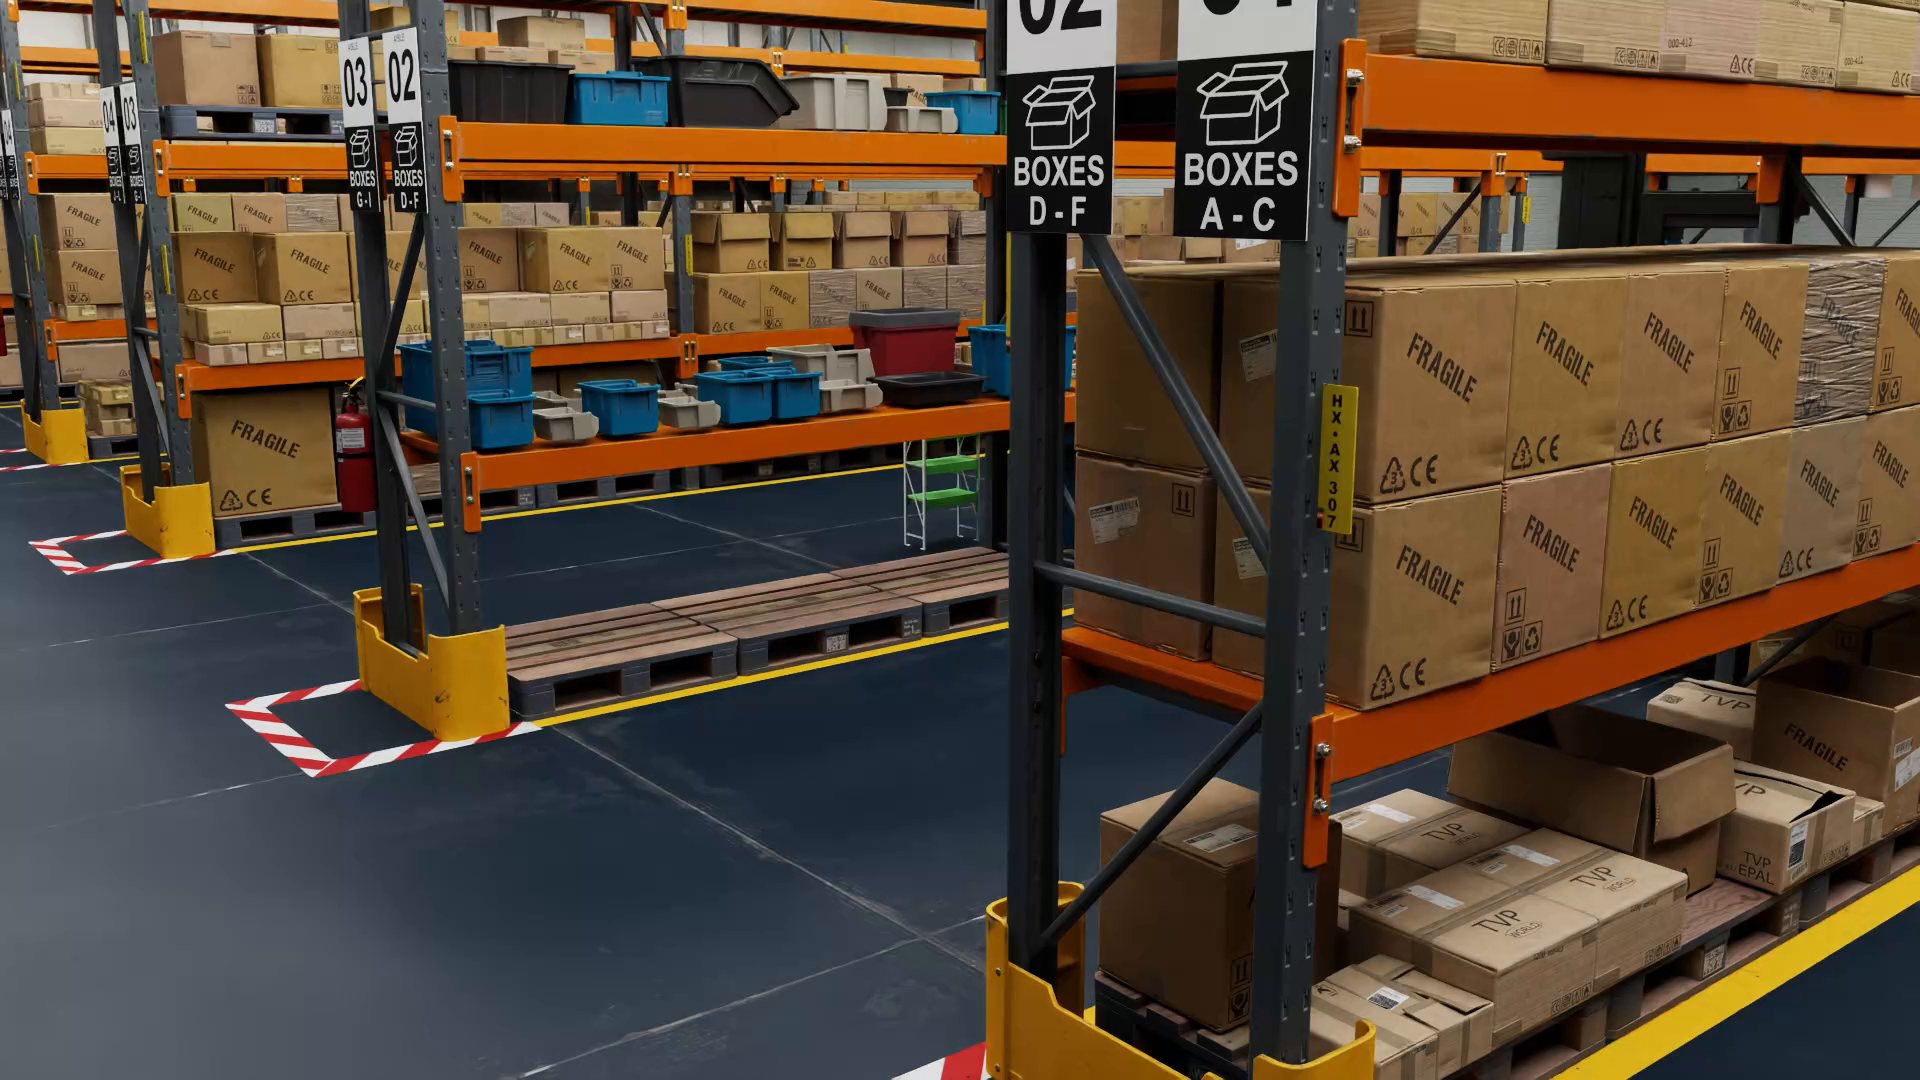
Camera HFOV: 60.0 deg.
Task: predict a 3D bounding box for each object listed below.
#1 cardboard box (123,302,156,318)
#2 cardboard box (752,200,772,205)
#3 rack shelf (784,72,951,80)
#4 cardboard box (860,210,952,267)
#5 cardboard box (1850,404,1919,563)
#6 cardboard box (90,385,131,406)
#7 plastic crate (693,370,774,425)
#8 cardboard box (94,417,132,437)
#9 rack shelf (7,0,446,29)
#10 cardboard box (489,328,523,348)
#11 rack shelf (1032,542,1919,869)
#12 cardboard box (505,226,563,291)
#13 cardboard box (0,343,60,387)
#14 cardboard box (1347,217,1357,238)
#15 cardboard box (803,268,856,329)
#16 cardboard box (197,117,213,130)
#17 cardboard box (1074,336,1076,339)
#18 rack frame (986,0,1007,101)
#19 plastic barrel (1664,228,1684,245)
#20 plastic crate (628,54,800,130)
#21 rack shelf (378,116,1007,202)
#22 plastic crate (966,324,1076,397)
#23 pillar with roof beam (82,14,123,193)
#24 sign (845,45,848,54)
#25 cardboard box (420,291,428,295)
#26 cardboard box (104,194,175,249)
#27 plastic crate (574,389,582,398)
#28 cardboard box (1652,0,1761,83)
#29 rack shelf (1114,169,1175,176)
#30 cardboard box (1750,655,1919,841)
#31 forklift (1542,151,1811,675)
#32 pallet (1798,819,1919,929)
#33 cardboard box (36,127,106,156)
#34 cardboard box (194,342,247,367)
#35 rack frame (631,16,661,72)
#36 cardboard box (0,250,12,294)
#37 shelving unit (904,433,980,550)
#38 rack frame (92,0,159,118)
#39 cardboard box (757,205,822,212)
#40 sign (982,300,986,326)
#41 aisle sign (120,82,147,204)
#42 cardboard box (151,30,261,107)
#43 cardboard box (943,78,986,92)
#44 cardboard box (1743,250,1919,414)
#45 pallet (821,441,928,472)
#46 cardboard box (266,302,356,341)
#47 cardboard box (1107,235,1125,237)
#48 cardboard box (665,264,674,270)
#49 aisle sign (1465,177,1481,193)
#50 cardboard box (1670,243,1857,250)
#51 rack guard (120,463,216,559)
[{"bbox_3d":[-7.842,-2.199,15.870,0.250,0.149,0.380,-10,16,-39],"label":"cardboard box"},{"bbox_3d":[-3.106,-5.328,26.468,0.250,0.149,0.380,-10,15,-38],"label":"cardboard box"},{"bbox_3d":[-0.956,-7.455,27.312,4.000,0.370,1.077,-9,15,-38],"label":"rack shelf"},{"bbox_3d":[-0.542,-2.851,15.679,0.637,0.503,0.797,-9,15,-36],"label":"cardboard box"},{"bbox_3d":[2.981,-0.237,5.782,0.500,0.500,0.500,-9,15,-36],"label":"cardboard box"},{"bbox_3d":[-8.095,-1.382,15.837,0.250,0.149,0.380,-10,16,-40],"label":"cardboard box"},{"bbox_3d":[-1.176,-0.743,8.667,0.300,0.233,0.416,-9,15,-38],"label":"plastic crate"},{"bbox_3d":[-8.107,-1.094,15.913,0.250,0.149,0.380,-9,15,-37],"label":"cardboard box"},{"bbox_3d":[-7.155,-5.108,16.259,4.000,0.370,1.077,-9,15,-38],"label":"rack shelf"},{"bbox_3d":[-3.610,-1.586,12.983,0.250,0.149,0.380,-10,15,-39],"label":"cardboard box"},{"bbox_3d":[2.051,0.250,5.463,4.000,0.370,1.077,-9,15,-38],"label":"rack shelf"},{"bbox_3d":[-3.496,-2.325,13.694,0.500,0.500,0.500,-9,15,-38],"label":"cardboard box"},{"bbox_3d":[-11.435,-2.111,20.007,0.875,0.438,0.875,-10,16,-40],"label":"cardboard box"},{"bbox_3d":[4.184,-3.708,19.004,0.500,0.500,0.500,-9,15,-38],"label":"cardboard box"},{"bbox_3d":[-1.275,-2.167,14.872,0.500,0.500,0.500,-10,15,-39],"label":"cardboard box"},{"bbox_3d":[-7.402,-4.052,15.927,0.500,0.250,0.500,-9,15,-37],"label":"cardboard box"},{"bbox_3d":[1.462,-2.009,17.524,0.500,0.250,0.500,-7,14,-31],"label":"cardboard box"},{"bbox_3d":[0.521,-4.100,9.773,0.127,3.000,1.000,-9,15,-38],"label":"rack frame"},{"bbox_3d":[6.277,-2.448,15.228,0.708,0.901,0.600,-9,15,-38],"label":"plastic barrel"},{"bbox_3d":[-1.238,-2.237,8.370,0.767,0.338,0.504,-9,15,-38],"label":"plastic crate"},{"bbox_3d":[-1.041,-2.021,8.937,4.000,0.370,1.077,-9,15,-38],"label":"rack shelf"},{"bbox_3d":[0.369,-1.071,9.846,0.575,0.384,0.392,-9,15,-38],"label":"plastic crate"},{"bbox_3d":[-10.285,-6.673,21.890,0.400,9.000,9.100,-9,15,-38],"label":"pillar with roof beam"},{"bbox_3d":[-2.170,-9.278,31.719,0.005,0.325,0.100,-9,15,-38],"label":"sign"},{"bbox_3d":[-4.286,-1.828,13.161,0.500,0.250,0.500,-9,15,-38],"label":"cardboard box"},{"bbox_3d":[-7.810,-3.033,15.825,0.500,0.500,0.500,-9,15,-36],"label":"cardboard box"},{"bbox_3d":[-1.844,-0.717,8.776,0.243,0.136,0.396,-9,15,-38],"label":"plastic crate"},{"bbox_3d":[1.837,-1.390,4.592,0.500,0.250,0.500,-9,15,-38],"label":"cardboard box"},{"bbox_3d":[2.112,-3.863,17.609,4.000,0.370,1.077,-9,15,-38],"label":"rack shelf"},{"bbox_3d":[3.345,0.766,6.259,0.500,0.500,0.500,-9,15,-38],"label":"cardboard box"},{"bbox_3d":[3.954,-0.834,8.999,3.031,2.935,1.130,5,13,23],"label":"forklift"},{"bbox_3d":[3.075,1.091,6.481,1.213,0.211,1.003,-9,15,-38],"label":"pallet"},{"bbox_3d":[-8.206,-3.678,15.368,0.500,0.250,0.500,-9,15,-36],"label":"cardboard box"},{"bbox_3d":[-5.213,-1.319,11.726,0.250,0.149,0.380,-9,15,-37],"label":"cardboard box"},{"bbox_3d":[-5.621,-8.353,29.804,0.127,3.000,1.000,-9,15,-38],"label":"rack frame"},{"bbox_3d":[-11.333,-3.122,19.368,0.500,0.500,0.500,-10,15,-38],"label":"cardboard box"},{"bbox_3d":[-0.129,-0.565,11.903,0.503,1.200,0.258,-9,15,-38],"label":"shelving unit"},{"bbox_3d":[-5.697,-4.384,11.112,0.127,3.000,1.000,-9,15,-38],"label":"rack frame"},{"bbox_3d":[-2.113,-3.900,20.626,0.500,0.500,0.700,-10,15,-38],"label":"cardboard box"},{"bbox_3d":[0.179,-1.390,10.789,0.005,0.325,0.100,-9,15,-38],"label":"sign"},{"bbox_3d":[-5.566,-2.663,11.192,0.004,0.787,0.394,-9,15,-38],"label":"aisle sign"},{"bbox_3d":[-5.324,-3.297,11.718,0.500,0.500,0.700,-11,16,-41],"label":"cardboard box"},{"bbox_3d":[0.119,-4.120,15.830,0.637,0.503,0.797,-8,15,-34],"label":"cardboard box"},{"bbox_3d":[2.981,-0.725,5.674,0.500,0.500,0.500,-10,15,-39],"label":"cardboard box"},{"bbox_3d":[-1.065,-0.876,15.748,1.213,0.211,1.003,-9,15,-38],"label":"pallet"},{"bbox_3d":[-4.752,-1.609,12.129,0.500,0.250,0.500,-10,15,-38],"label":"cardboard box"},{"bbox_3d":[1.845,-4.074,23.731,0.550,0.550,0.875,-9,15,-38],"label":"cardboard box"},{"bbox_3d":[-3.369,-3.117,19.181,0.250,0.149,0.380,-10,16,-40],"label":"cardboard box"},{"bbox_3d":[6.658,-4.854,21.509,0.004,0.787,0.394,-9,15,-38],"label":"aisle sign"},{"bbox_3d":[3.069,-0.884,6.423,0.500,0.500,0.500,-9,15,-36],"label":"cardboard box"},{"bbox_3d":[-5.716,-0.224,11.980,0.348,0.500,1.175,-9,15,-38],"label":"rack guard"}]
